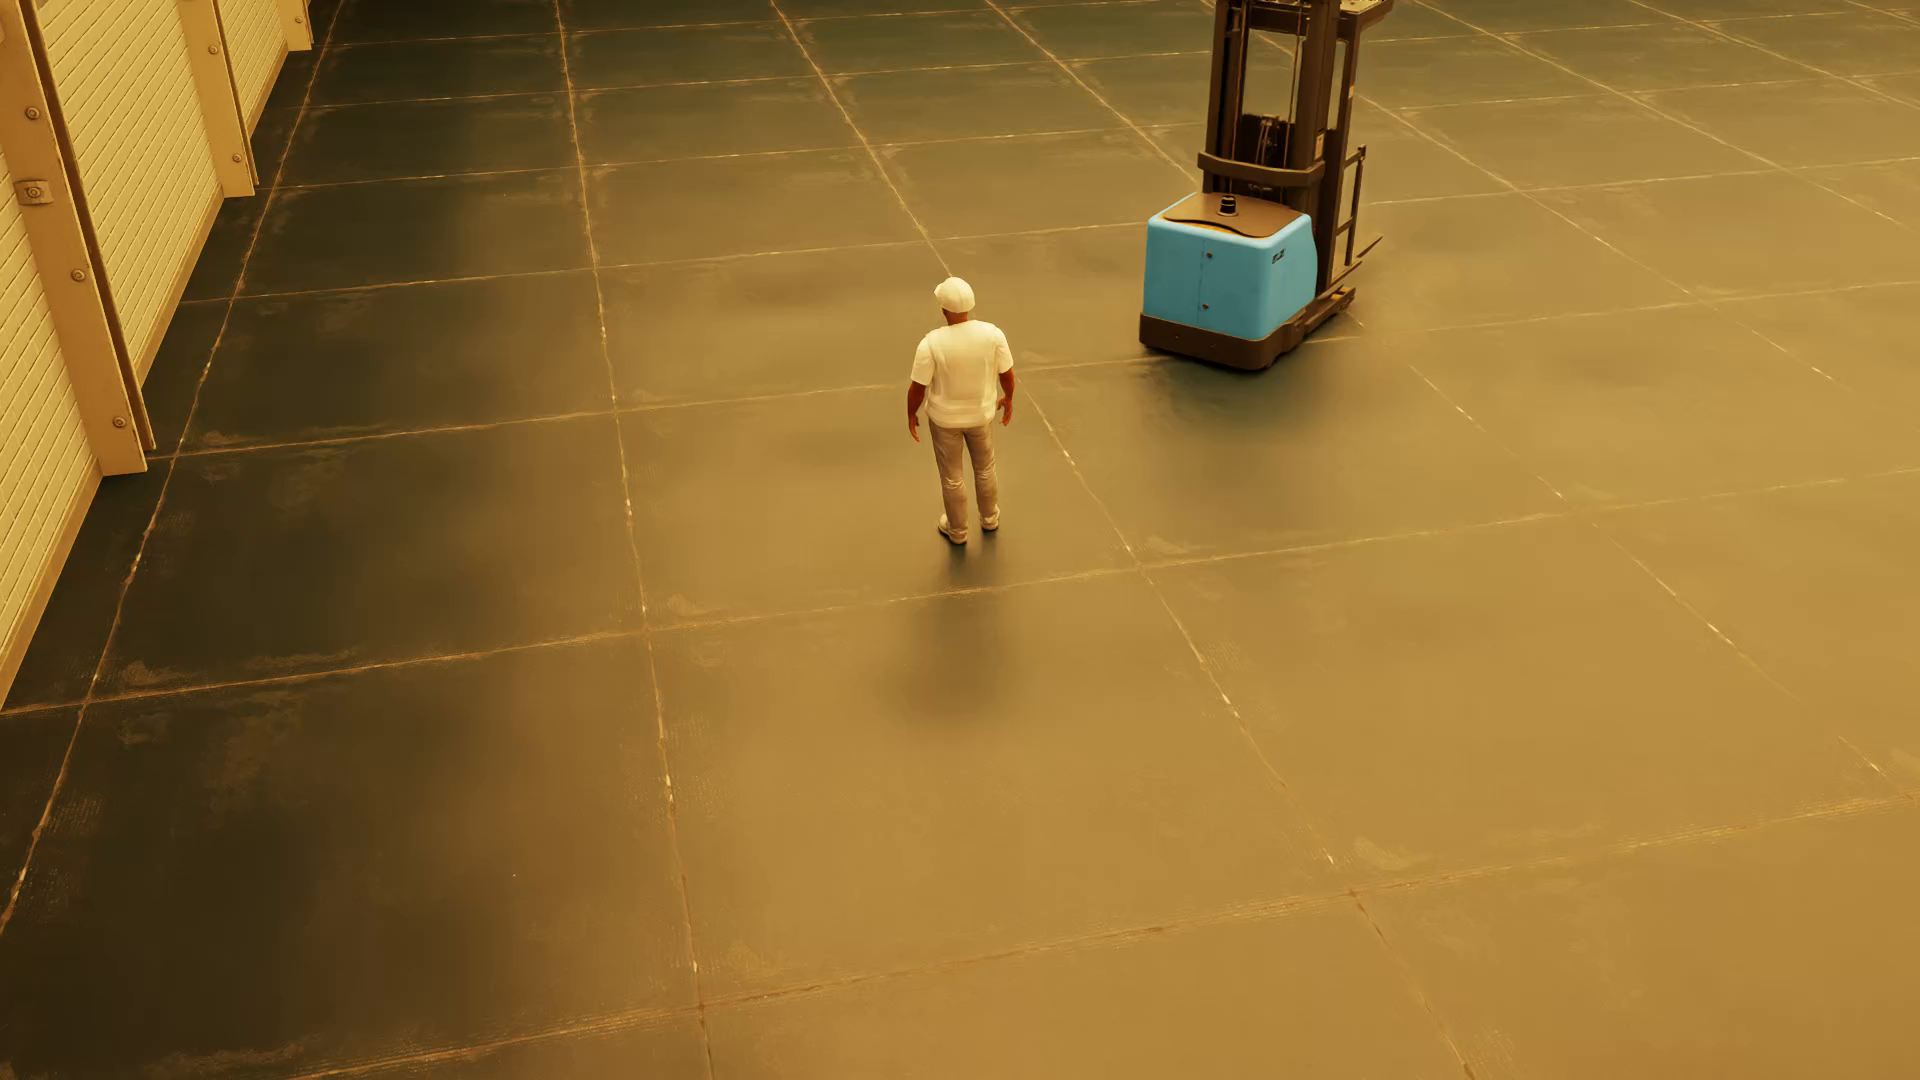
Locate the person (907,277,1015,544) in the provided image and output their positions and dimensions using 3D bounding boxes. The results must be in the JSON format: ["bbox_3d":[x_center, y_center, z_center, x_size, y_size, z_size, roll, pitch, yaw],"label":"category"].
[{"bbox_3d":[-0.012,-0.805,10.114,0.666,1.768,0.575,-7,31,-12],"label":"person"}]

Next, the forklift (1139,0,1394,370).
[{"bbox_3d":[2.635,-3.248,13.185,1.130,2.935,3.031,18,35,28],"label":"forklift"}]
